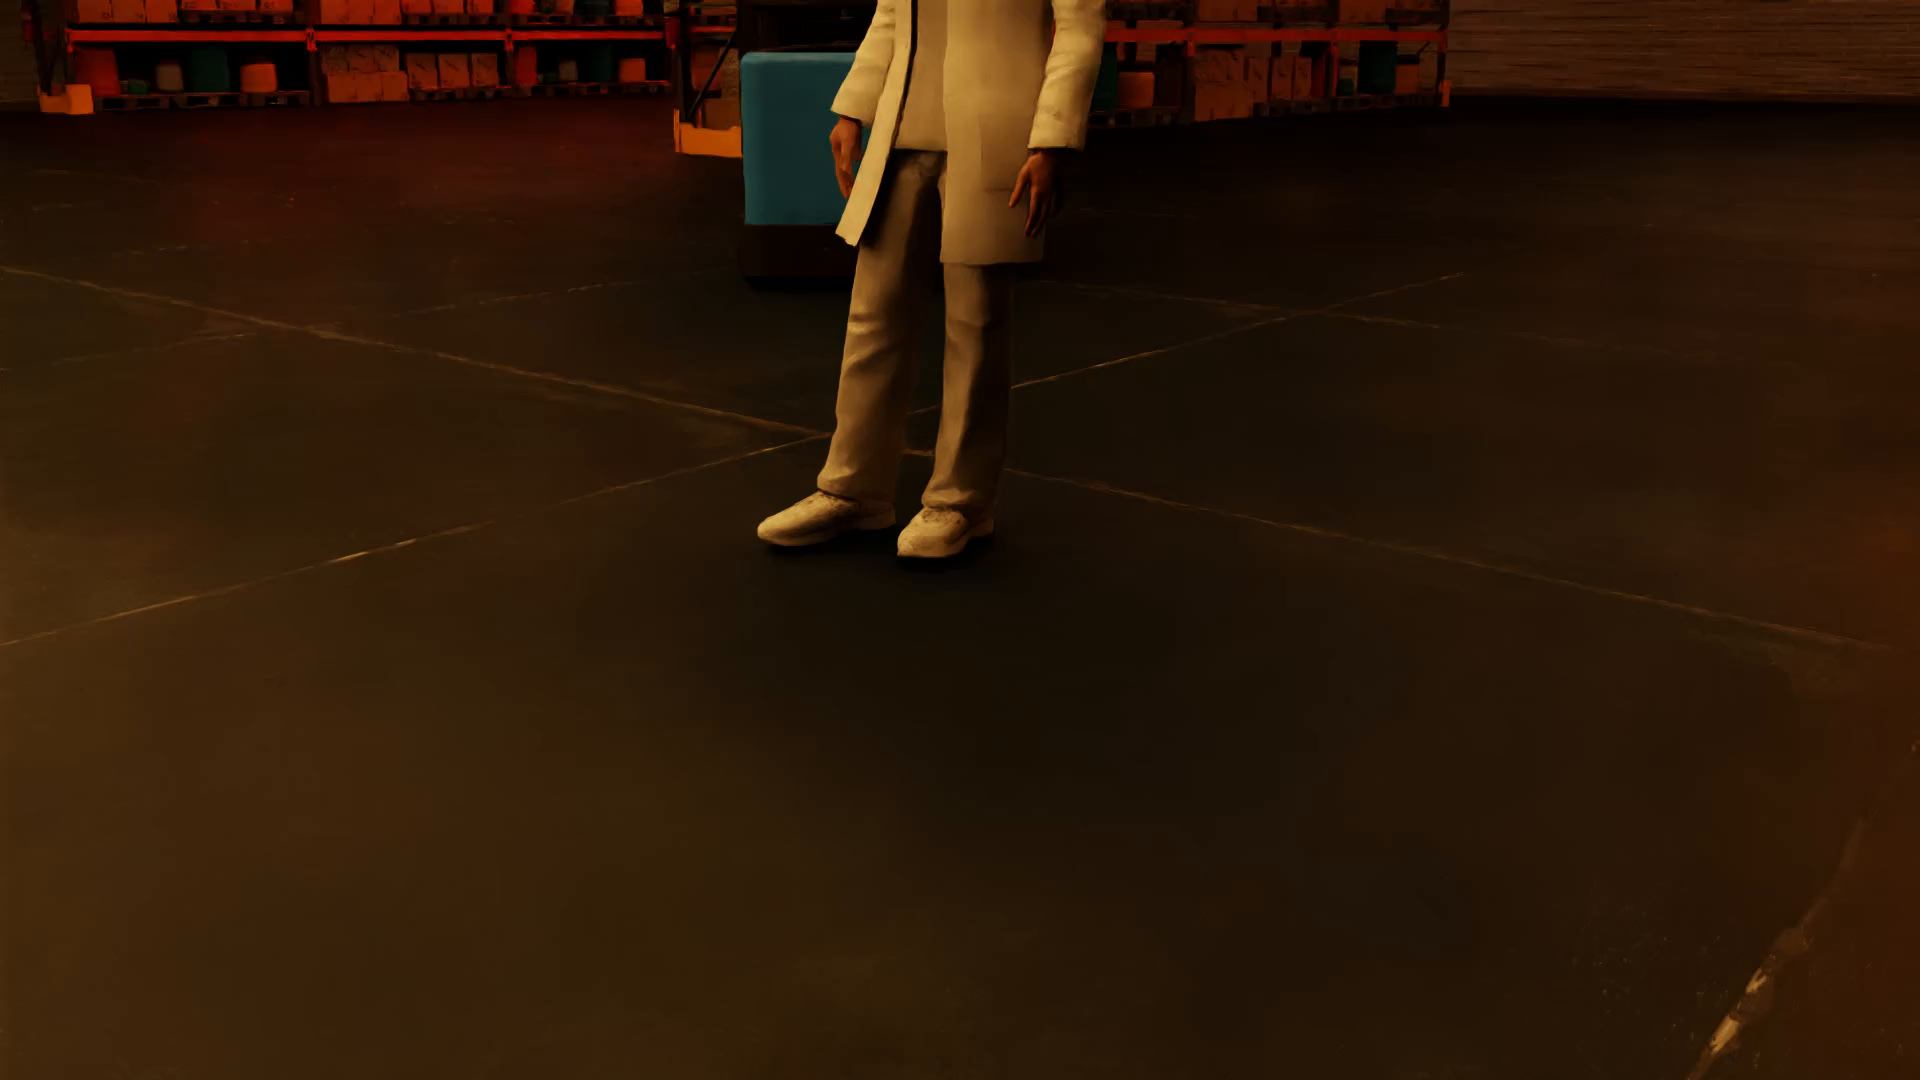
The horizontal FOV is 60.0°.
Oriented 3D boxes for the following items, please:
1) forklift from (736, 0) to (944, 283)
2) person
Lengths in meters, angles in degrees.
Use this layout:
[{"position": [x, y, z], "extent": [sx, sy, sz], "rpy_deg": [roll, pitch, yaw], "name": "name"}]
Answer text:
[{"position": [-0.636, -3.002, 8.783], "extent": [1.130, 2.935, 3.031], "rpy_deg": [-2, 17, -6], "name": "forklift"}, {"position": [-0.061, -0.838, 3.617], "extent": [0.694, 1.776, 0.579], "rpy_deg": [13, 21, 37], "name": "person"}]
